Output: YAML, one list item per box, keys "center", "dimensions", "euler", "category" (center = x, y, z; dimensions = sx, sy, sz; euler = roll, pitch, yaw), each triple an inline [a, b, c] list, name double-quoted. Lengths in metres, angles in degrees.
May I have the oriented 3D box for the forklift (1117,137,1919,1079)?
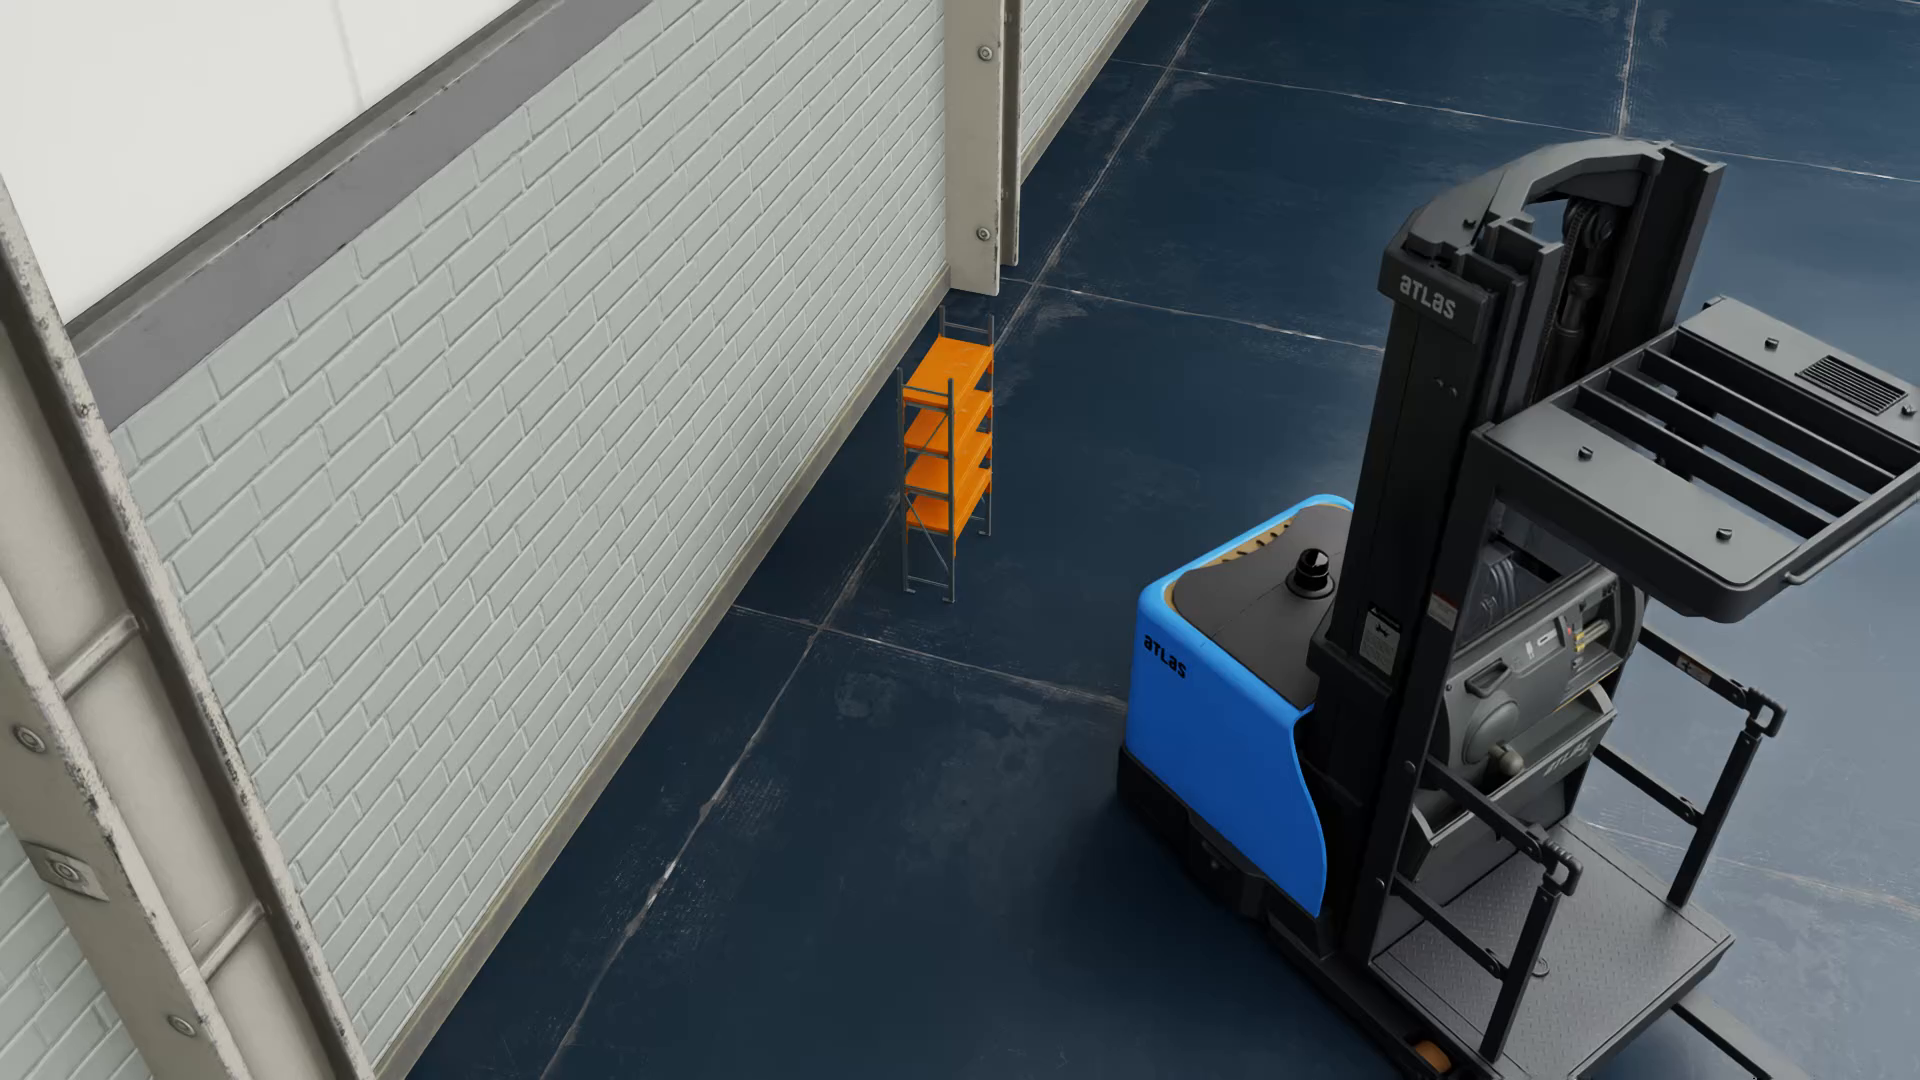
- center: [1.901, 0.454, 4.913]
  dimensions: [1.130, 2.935, 3.031]
  euler: [-26, 47, -27]
  category: "forklift"

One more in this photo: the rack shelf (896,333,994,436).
- center: [-0.057, -0.654, 6.941]
  dimensions: [0.258, 0.148, 0.480]
  euler: [13, 42, 15]
  category: "rack shelf"

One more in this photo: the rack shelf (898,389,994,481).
- center: [-0.057, -0.474, 7.094]
  dimensions: [0.258, 0.148, 0.480]
  euler: [13, 42, 15]
  category: "rack shelf"

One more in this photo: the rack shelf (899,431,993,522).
- center: [-0.057, -0.304, 7.240]
  dimensions: [0.258, 0.148, 0.480]
  euler: [13, 42, 15]
  category: "rack shelf"

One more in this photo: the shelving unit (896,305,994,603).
- center: [-0.057, -0.355, 7.196]
  dimensions: [0.258, 1.200, 0.503]
  euler: [13, 42, 15]
  category: "shelving unit"

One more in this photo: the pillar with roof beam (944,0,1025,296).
- center: [4.170, -3.986, 5.443]
  dimensions: [9.100, 9.000, 0.400]
  euler: [13, 42, 15]
  category: "pillar with roof beam"

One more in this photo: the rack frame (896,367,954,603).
- center: [-0.140, -0.207, 7.021]
  dimensions: [0.240, 1.200, 0.015]
  euler: [13, 42, 15]
  category: "rack frame"

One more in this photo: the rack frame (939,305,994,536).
- center: [0.027, -0.504, 7.370]
  dimensions: [0.240, 1.200, 0.015]
  euler: [13, 42, 15]
  category: "rack frame"

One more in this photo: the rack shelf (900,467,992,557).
- center: [-0.057, -0.153, 7.368]
  dimensions: [0.258, 0.148, 0.480]
  euler: [13, 42, 15]
  category: "rack shelf"
